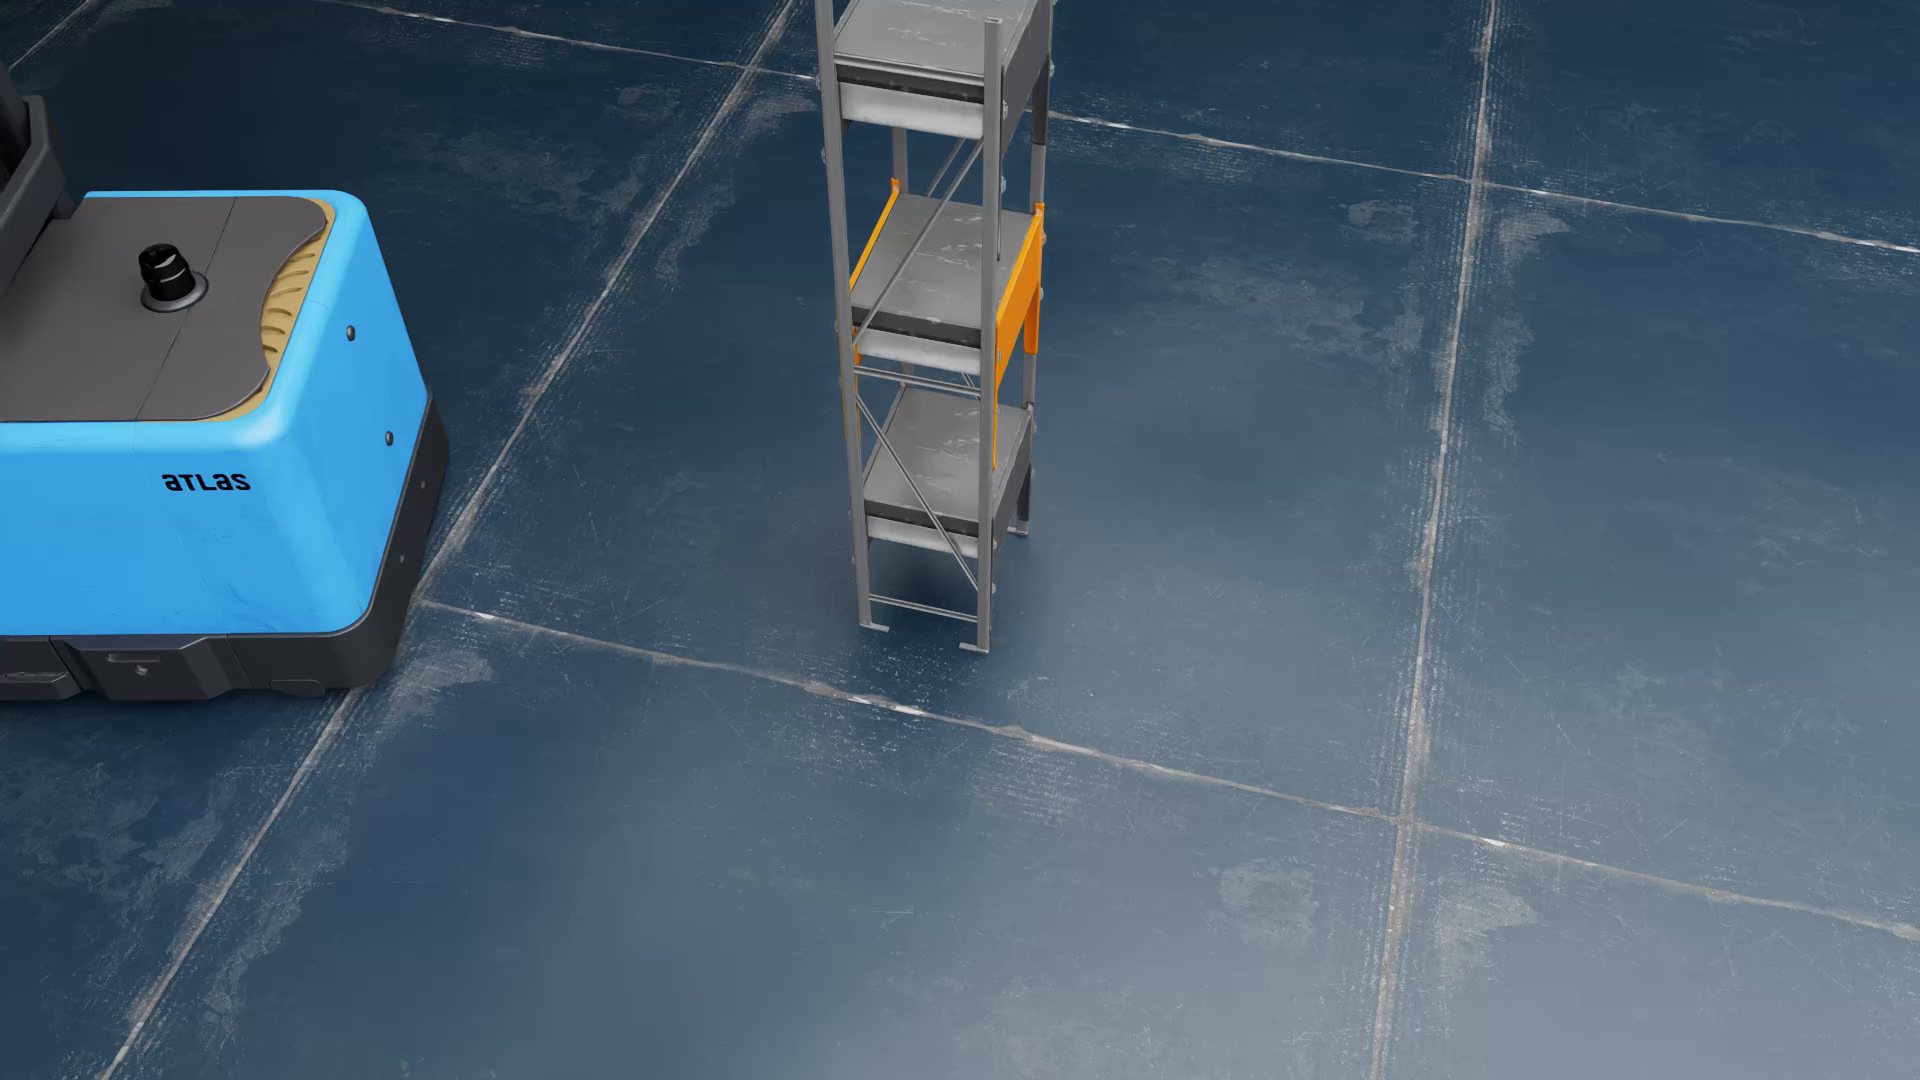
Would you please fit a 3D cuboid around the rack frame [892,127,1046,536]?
[{"bbox_3d":[0.021,-0.752,4.513,0.400,2.100,0.015,12,50,10],"label":"rack frame"}]

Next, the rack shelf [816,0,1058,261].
[{"bbox_3d":[-0.044,-1.029,3.842,0.431,0.518,0.480,12,50,10],"label":"rack shelf"}]

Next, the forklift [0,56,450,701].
[{"bbox_3d":[-3.170,-0.879,4.071,3.031,2.935,1.130,0,49,0],"label":"forklift"}]

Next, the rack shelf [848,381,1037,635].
[{"bbox_3d":[-0.044,-0.103,4.892,0.431,0.518,0.480,12,50,10],"label":"rack shelf"}]

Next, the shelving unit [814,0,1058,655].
[{"bbox_3d":[-0.044,-0.575,4.357,0.431,2.100,0.503,12,50,10],"label":"shelving unit"}]

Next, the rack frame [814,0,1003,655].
[{"bbox_3d":[-0.108,-0.399,4.201,0.400,2.100,0.015,12,50,10],"label":"rack frame"}]

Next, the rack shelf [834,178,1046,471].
[{"bbox_3d":[-0.044,-0.566,4.367,0.431,0.518,0.480,12,50,10],"label":"rack shelf"}]
